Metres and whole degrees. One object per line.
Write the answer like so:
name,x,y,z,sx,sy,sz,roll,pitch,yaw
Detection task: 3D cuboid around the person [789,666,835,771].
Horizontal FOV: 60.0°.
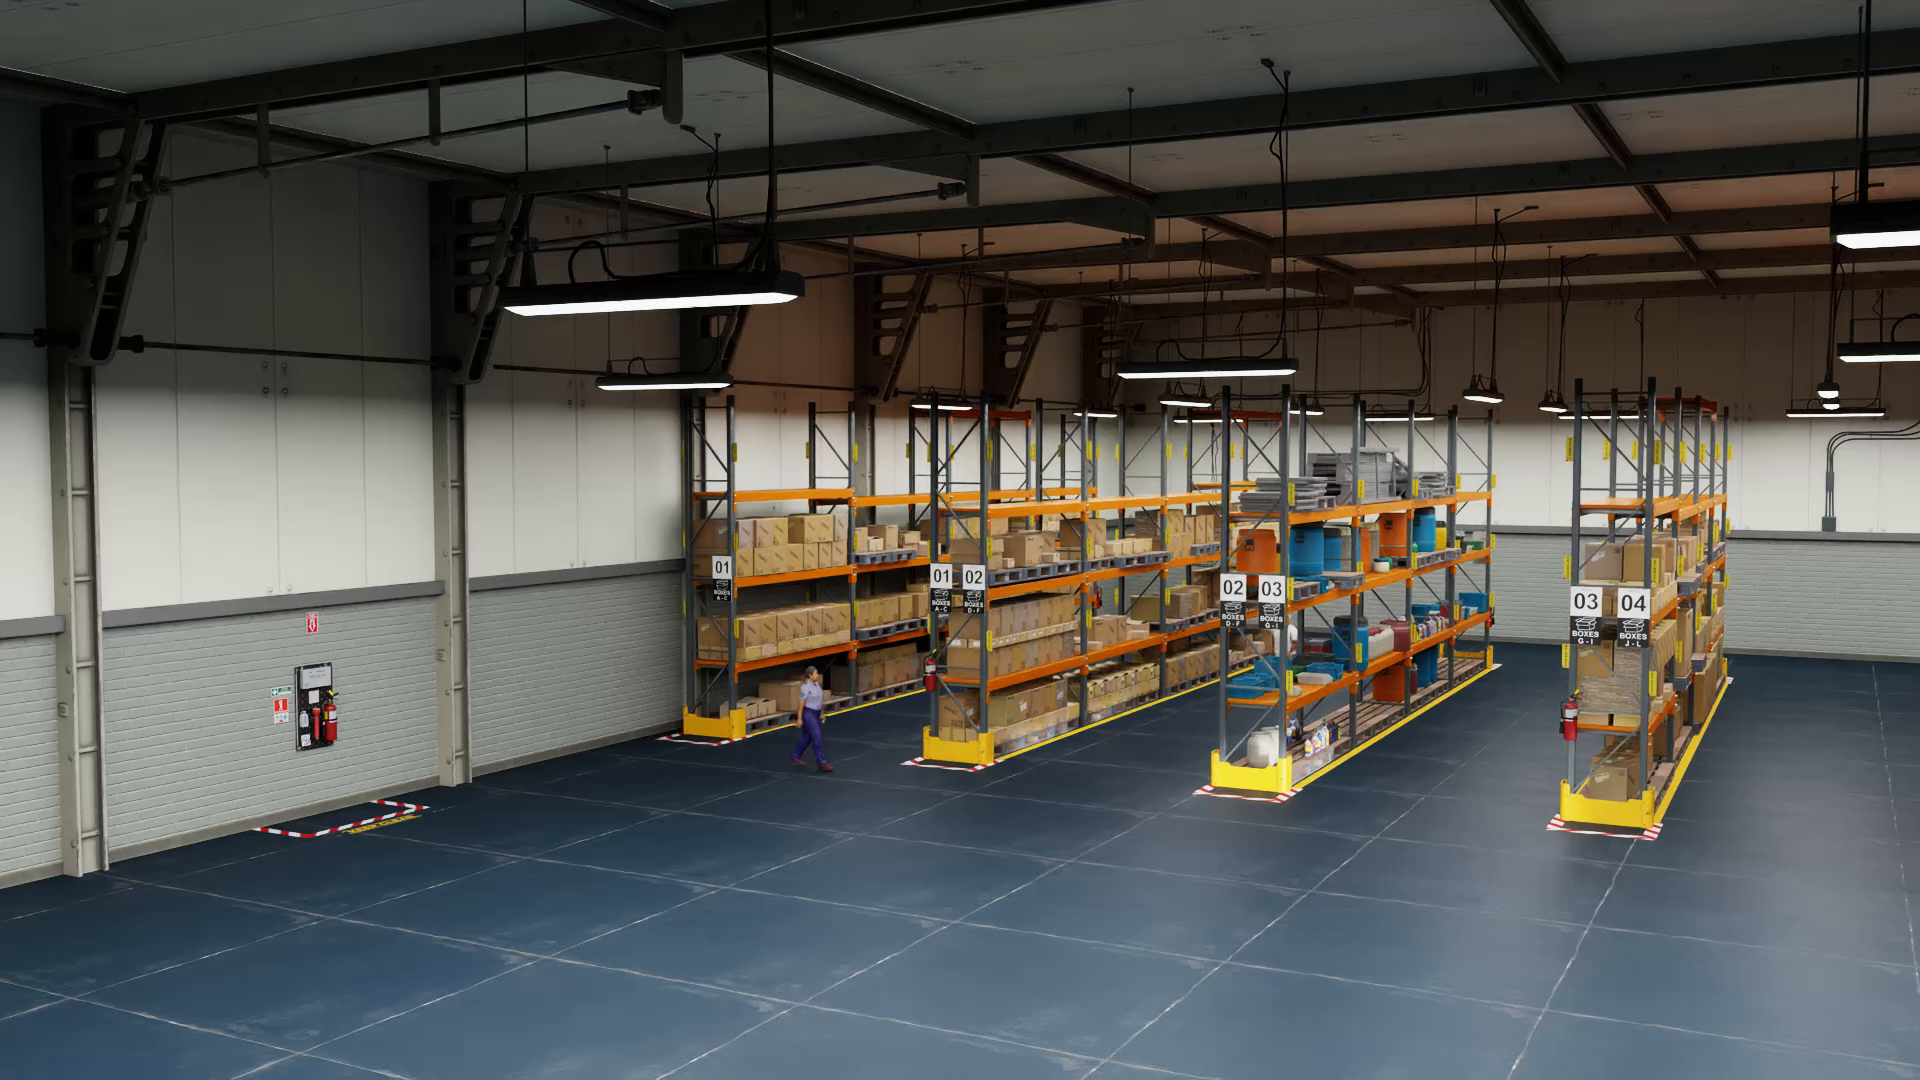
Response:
person,-2.329,2.801,26.358,0.880,1.608,0.510,1,3,15

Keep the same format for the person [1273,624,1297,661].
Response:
person,6.666,2.363,34.238,0.680,1.793,0.787,2,4,35
